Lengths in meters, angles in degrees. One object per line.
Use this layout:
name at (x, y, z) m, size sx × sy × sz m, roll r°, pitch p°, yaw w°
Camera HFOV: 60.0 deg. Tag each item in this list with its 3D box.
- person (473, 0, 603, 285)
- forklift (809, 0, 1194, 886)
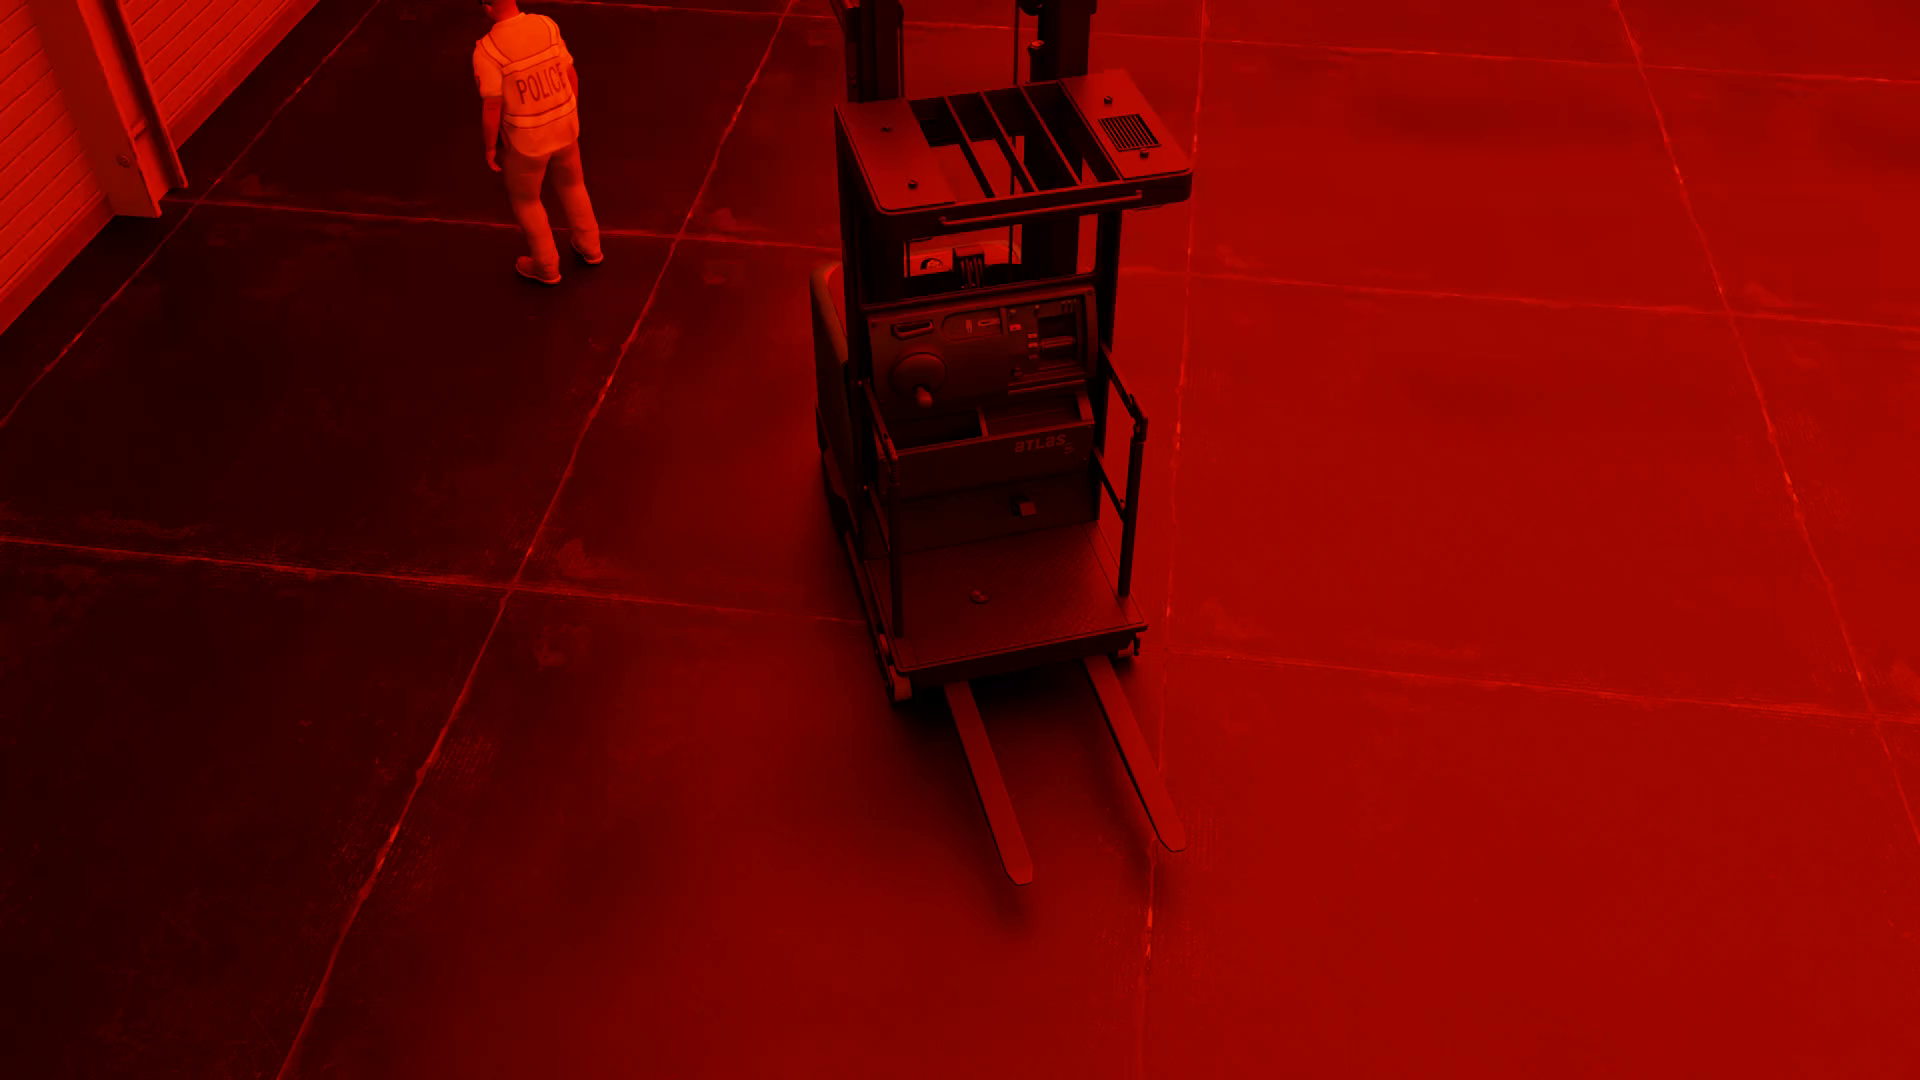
person at (-2.292, -2.203, 8.996) m, size 0.597 × 1.748 × 0.432 m, roll -34°, pitch 52°, yaw -31°
forklift at (0.153, -0.681, 6.465) m, size 1.130 × 2.935 × 3.031 m, roll -10°, pitch 44°, yaw -11°
